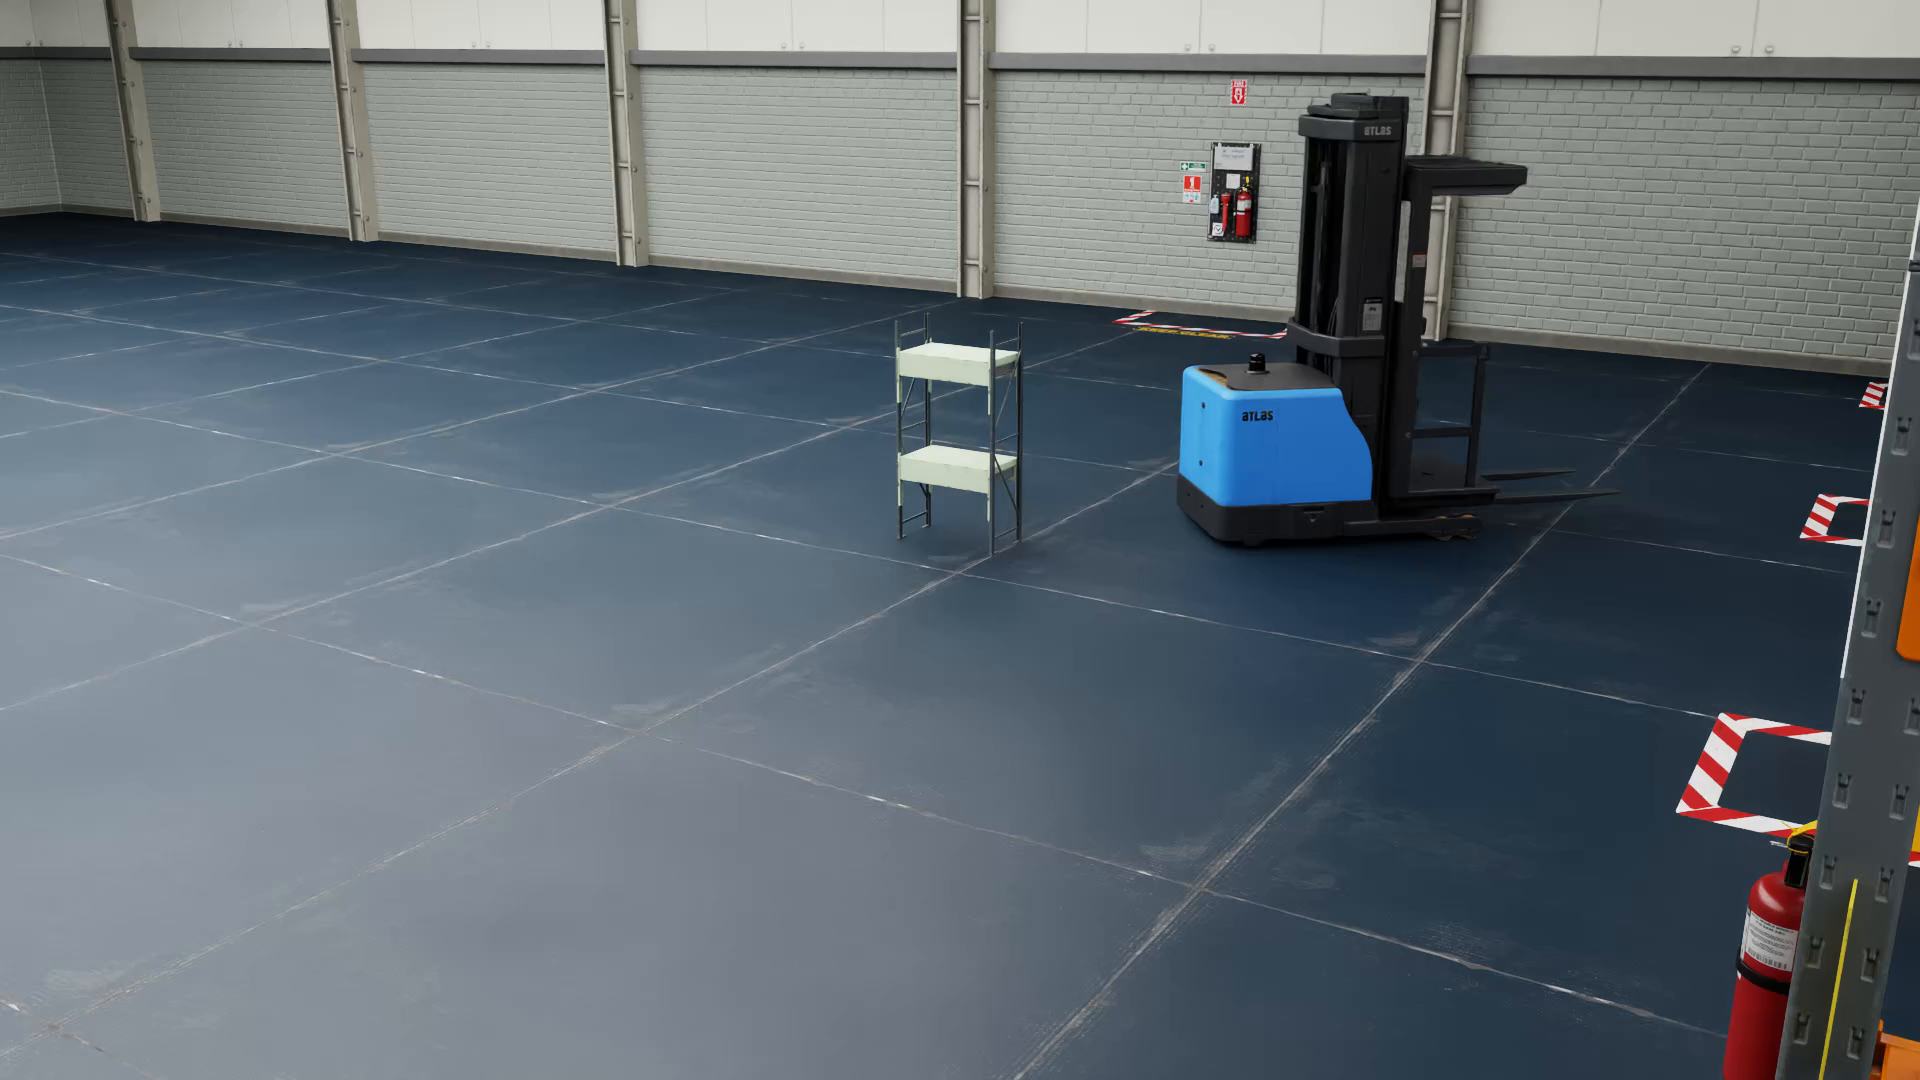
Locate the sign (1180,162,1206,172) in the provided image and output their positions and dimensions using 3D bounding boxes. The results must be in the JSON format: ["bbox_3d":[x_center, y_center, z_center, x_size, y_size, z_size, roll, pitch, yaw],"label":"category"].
[{"bbox_3d":[2.815,-4.508,20.088,0.331,0.109,0.001,10,20,30],"label":"sign"}]

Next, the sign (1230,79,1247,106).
[{"bbox_3d":[3.278,-5.266,19.567,0.199,0.298,0.001,10,20,30],"label":"sign"}]

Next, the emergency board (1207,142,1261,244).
[{"bbox_3d":[3.233,-4.131,19.818,0.643,1.169,0.194,10,20,30],"label":"emergency board"}]

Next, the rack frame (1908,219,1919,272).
[{"bbox_3d":[1.605,-1.915,2.203,0.127,3.000,1.000,10,20,30],"label":"rack frame"}]

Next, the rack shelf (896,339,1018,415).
[{"bbox_3d":[-0.006,-1.092,11.053,0.720,0.370,0.431,10,20,30],"label":"rack shelf"}]

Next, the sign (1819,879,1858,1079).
[{"bbox_3d":[1.322,0.676,2.506,0.005,0.325,0.100,10,20,30],"label":"sign"}]

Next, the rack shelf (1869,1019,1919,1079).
[{"bbox_3d":[3.310,1.604,2.178,4.000,0.370,1.077,10,20,30],"label":"rack shelf"}]

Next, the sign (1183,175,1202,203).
[{"bbox_3d":[2.816,-4.257,20.174,0.234,0.329,0.001,10,20,30],"label":"sign"}]

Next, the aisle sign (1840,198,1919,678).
[{"bbox_3d":[1.396,-0.223,2.483,0.004,0.787,0.394,10,20,30],"label":"aisle sign"}]

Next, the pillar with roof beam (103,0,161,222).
[{"bbox_3d":[-17.385,-9.200,26.186,0.400,9.000,9.100,10,20,30],"label":"pillar with roof beam"}]

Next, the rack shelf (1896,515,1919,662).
[{"bbox_3d":[3.310,0.169,1.742,4.000,0.370,1.077,10,20,30],"label":"rack shelf"}]

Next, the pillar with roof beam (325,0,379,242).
[{"bbox_3d":[-12.272,-8.287,23.181,0.400,9.000,9.100,10,20,30],"label":"pillar with roof beam"}]

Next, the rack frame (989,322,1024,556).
[{"bbox_3d":[0.306,-0.663,10.983,0.023,1.500,0.400,10,20,30],"label":"rack frame"}]

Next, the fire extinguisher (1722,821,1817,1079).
[{"bbox_3d":[1.749,0.861,3.519,0.183,0.674,0.296,10,20,30],"label":"fire extinguisher"}]

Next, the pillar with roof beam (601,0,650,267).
[{"bbox_3d":[-7.160,-7.375,20.177,0.400,9.000,9.100,10,20,30],"label":"pillar with roof beam"}]

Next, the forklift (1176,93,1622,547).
[{"bbox_3d":[3.125,-1.547,11.431,3.031,2.935,1.130,-3,17,-10],"label":"forklift"}]

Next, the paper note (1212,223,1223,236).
[{"bbox_3d":[3.118,-3.753,20.091,0.142,0.148,0.016,10,20,30],"label":"paper note"}]

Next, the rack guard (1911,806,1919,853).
[{"bbox_3d":[4.287,0.925,7.477,0.348,0.500,1.175,10,20,30],"label":"rack guard"}]

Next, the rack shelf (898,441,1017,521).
[{"bbox_3d":[-0.006,-0.407,11.261,0.720,0.370,0.431,10,20,30],"label":"rack shelf"}]

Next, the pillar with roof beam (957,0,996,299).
[{"bbox_3d":[-2.047,-6.462,17.172,0.400,9.000,9.100,10,20,30],"label":"pillar with roof beam"}]

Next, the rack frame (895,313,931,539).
[{"bbox_3d":[-0.318,-0.774,11.350,0.023,1.500,0.400,10,20,30],"label":"rack frame"}]

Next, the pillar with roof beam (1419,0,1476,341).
[{"bbox_3d":[3.066,-5.550,14.168,0.400,9.000,9.100,10,20,30],"label":"pillar with roof beam"}]

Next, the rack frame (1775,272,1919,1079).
[{"bbox_3d":[1.605,0.956,3.075,0.127,3.000,1.000,10,20,30],"label":"rack frame"}]

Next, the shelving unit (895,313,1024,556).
[{"bbox_3d":[-0.006,-0.719,11.167,0.755,1.500,0.431,10,20,30],"label":"shelving unit"}]
